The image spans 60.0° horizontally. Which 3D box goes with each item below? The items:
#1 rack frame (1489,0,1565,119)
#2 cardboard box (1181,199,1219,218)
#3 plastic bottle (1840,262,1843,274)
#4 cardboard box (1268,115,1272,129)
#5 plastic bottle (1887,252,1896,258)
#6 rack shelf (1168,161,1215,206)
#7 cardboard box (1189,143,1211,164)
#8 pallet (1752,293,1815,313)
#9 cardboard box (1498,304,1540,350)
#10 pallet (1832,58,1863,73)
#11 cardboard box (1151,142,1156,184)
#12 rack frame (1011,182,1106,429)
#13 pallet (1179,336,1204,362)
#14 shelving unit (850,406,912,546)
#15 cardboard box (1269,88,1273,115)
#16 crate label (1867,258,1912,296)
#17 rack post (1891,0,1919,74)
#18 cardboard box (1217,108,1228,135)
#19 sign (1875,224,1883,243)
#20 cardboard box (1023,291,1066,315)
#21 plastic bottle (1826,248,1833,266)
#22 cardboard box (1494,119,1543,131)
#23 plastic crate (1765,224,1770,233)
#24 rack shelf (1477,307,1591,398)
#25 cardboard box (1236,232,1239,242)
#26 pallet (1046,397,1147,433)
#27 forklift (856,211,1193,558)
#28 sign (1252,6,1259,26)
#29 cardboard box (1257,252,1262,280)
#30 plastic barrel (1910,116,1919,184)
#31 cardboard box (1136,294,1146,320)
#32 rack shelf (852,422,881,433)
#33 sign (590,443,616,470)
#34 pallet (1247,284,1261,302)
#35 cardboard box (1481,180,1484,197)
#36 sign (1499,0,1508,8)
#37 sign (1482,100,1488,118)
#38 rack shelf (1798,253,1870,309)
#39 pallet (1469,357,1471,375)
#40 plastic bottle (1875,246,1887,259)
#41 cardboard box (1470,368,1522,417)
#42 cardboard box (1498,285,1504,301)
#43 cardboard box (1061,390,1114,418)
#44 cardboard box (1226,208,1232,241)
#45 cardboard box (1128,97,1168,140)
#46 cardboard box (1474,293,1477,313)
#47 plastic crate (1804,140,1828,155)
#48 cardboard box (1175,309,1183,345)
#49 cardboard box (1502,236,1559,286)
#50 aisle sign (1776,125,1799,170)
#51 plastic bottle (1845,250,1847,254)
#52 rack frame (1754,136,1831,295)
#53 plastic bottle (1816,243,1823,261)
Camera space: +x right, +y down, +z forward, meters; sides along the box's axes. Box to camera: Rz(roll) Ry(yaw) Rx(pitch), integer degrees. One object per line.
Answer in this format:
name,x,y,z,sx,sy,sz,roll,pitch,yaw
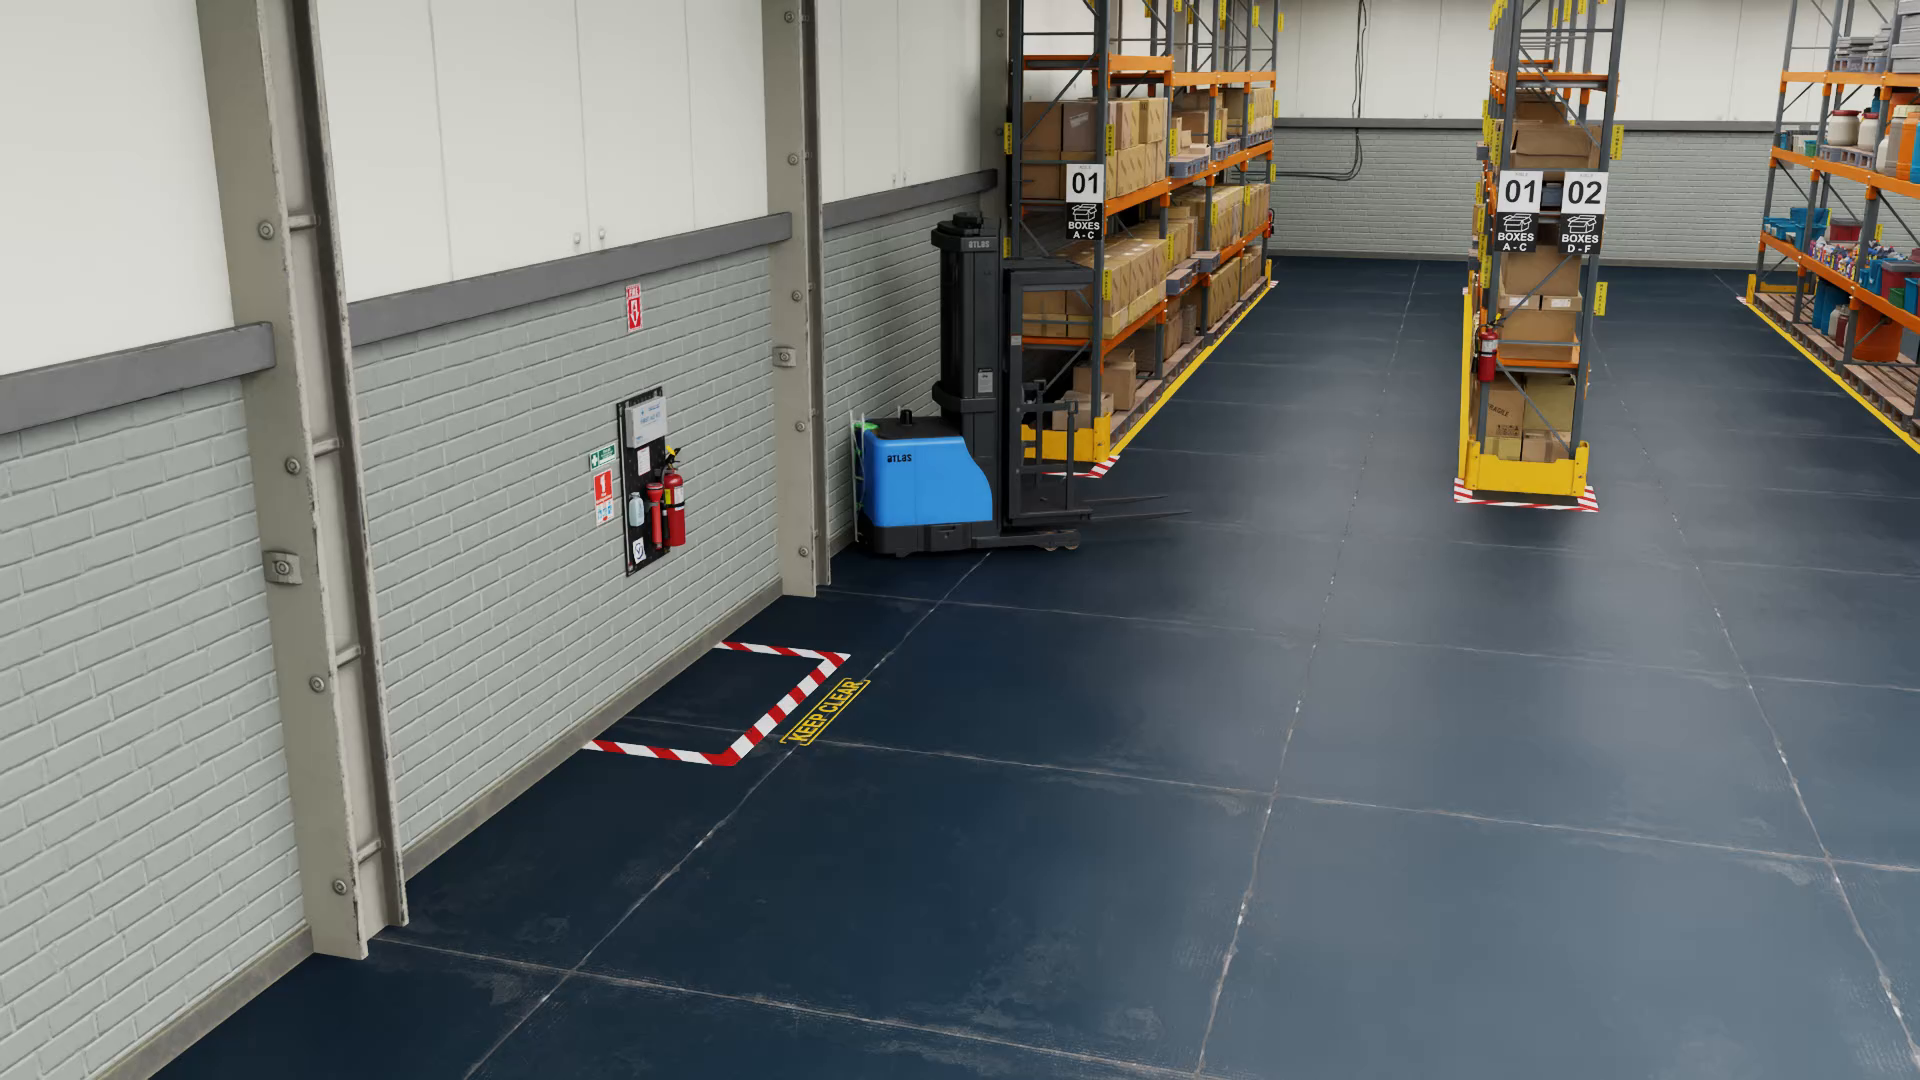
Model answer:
rack frame,9.208,-8.001,26.966,1.000,3.000,0.127,5,16,16
cardboard box,3.706,-5.119,25.662,0.500,0.250,0.500,5,17,17
plastic bottle,12.780,-3.943,24.018,0.097,0.201,0.097,0,16,0
cardboard box,5.641,-7.953,31.618,0.500,0.250,0.500,5,17,18
plastic bottle,13.647,-4.074,24.345,0.152,0.276,0.135,5,16,16
rack shelf,2.753,-5.025,23.291,1.077,0.370,4.000,5,16,16
cardboard box,3.375,-5.652,24.309,0.500,0.311,0.500,5,16,16
pallet,14.822,-4.222,29.747,1.003,0.211,1.213,5,16,16
cardboard box,6.088,-2.282,17.616,0.700,0.500,0.500,5,17,17
pallet,13.751,-7.114,24.918,1.003,0.211,1.213,5,16,16
cardboard box,2.122,-4.623,20.335,0.500,0.500,0.500,3,16,11
rack frame,1.048,-2.358,18.067,1.000,3.000,0.127,5,16,16
pallet,3.098,-2.905,25.107,1.003,0.211,1.213,5,16,16
shelving unit,-0.696,-0.589,15.106,0.503,1.200,0.258,-9,14,-29
cardboard box,5.648,-8.313,31.514,0.500,0.500,0.500,5,16,16
crate label,12.278,-3.461,21.891,0.502,0.435,0.616,5,16,16
rack post,12.160,-6.141,20.042,1.013,1.000,3.121,5,16,16
cardboard box,4.102,-6.979,27.871,0.700,0.500,0.500,4,16,13
sign,14.483,-4.820,26.238,0.100,0.325,0.005,5,16,16
cardboard box,0.978,-2.796,18.476,0.500,0.500,0.500,4,16,15
plastic bottle,13.071,-4.245,24.955,0.097,0.271,0.097,0,16,0
cardboard box,6.539,-4.671,19.514,0.500,0.500,0.500,6,17,20
plastic crate,14.537,-5.561,29.734,0.250,0.136,0.298,5,16,16
rack shelf,6.367,-2.152,18.659,1.077,0.370,4.000,5,16,16
cardboard box,4.584,-5.208,28.539,0.380,0.149,0.250,5,17,17
pallet,1.683,-1.565,20.379,1.003,0.211,1.213,5,16,16
forklift,0.605,-1.450,14.991,3.031,2.935,1.130,-4,16,-13
sign,4.982,-8.832,28.042,0.100,0.325,0.005,5,16,16
cardboard box,5.492,-5.353,32.436,0.700,0.500,0.500,5,16,16
plastic barrel,11.991,-4.813,20.306,0.600,0.901,0.708,5,16,16
cardboard box,1.921,-2.801,19.865,0.500,0.250,0.500,5,17,16
rack shelf,-0.707,-0.996,15.019,0.480,0.148,0.258,-9,14,-29
sign,-2.273,-0.531,10.589,0.001,0.109,0.331,5,16,16
pallet,5.094,-4.669,31.325,1.003,0.211,1.213,5,16,16
cardboard box,9.247,-5.930,28.646,0.500,0.500,0.500,4,16,15
sign,6.411,-6.434,19.586,0.100,0.325,0.005,5,16,16
sign,9.825,-8.067,31.094,0.100,0.325,0.005,5,16,16
rack shelf,13.388,-3.860,24.681,1.077,0.370,4.000,5,16,16
pallet,7.800,-2.514,23.727,1.003,0.211,1.213,5,16,16
plastic bottle,13.512,-4.128,24.398,0.144,0.351,0.185,5,16,16
cardboard box,5.935,-1.641,18.434,0.500,0.500,0.500,5,16,16
cardboard box,5.870,-2.586,17.497,0.380,0.149,0.250,4,16,15
cardboard box,1.493,-1.600,19.514,0.500,0.311,0.500,6,17,20
cardboard box,4.145,-5.162,27.188,0.500,0.500,0.500,5,17,17
cardboard box,2.302,-5.235,20.659,0.500,0.500,0.500,3,16,11
cardboard box,8.403,-3.613,26.266,0.500,0.500,0.500,4,16,14
plastic crate,13.909,-6.355,26.968,0.416,0.233,0.300,5,16,16
cardboard box,2.909,-3.142,24.606,0.700,0.500,0.500,5,16,16
cardboard box,6.102,-2.920,17.488,0.700,0.500,0.500,4,16,14
aisle sign,14.829,-7.069,29.910,0.394,0.787,0.004,5,16,16
plastic bottle,13.154,-4.183,24.736,0.097,0.271,0.097,0,16,0
rack frame,15.093,-5.776,30.117,1.000,3.000,0.127,5,16,16
plastic bottle,13.296,-4.452,25.685,0.097,0.271,0.097,0,16,0
